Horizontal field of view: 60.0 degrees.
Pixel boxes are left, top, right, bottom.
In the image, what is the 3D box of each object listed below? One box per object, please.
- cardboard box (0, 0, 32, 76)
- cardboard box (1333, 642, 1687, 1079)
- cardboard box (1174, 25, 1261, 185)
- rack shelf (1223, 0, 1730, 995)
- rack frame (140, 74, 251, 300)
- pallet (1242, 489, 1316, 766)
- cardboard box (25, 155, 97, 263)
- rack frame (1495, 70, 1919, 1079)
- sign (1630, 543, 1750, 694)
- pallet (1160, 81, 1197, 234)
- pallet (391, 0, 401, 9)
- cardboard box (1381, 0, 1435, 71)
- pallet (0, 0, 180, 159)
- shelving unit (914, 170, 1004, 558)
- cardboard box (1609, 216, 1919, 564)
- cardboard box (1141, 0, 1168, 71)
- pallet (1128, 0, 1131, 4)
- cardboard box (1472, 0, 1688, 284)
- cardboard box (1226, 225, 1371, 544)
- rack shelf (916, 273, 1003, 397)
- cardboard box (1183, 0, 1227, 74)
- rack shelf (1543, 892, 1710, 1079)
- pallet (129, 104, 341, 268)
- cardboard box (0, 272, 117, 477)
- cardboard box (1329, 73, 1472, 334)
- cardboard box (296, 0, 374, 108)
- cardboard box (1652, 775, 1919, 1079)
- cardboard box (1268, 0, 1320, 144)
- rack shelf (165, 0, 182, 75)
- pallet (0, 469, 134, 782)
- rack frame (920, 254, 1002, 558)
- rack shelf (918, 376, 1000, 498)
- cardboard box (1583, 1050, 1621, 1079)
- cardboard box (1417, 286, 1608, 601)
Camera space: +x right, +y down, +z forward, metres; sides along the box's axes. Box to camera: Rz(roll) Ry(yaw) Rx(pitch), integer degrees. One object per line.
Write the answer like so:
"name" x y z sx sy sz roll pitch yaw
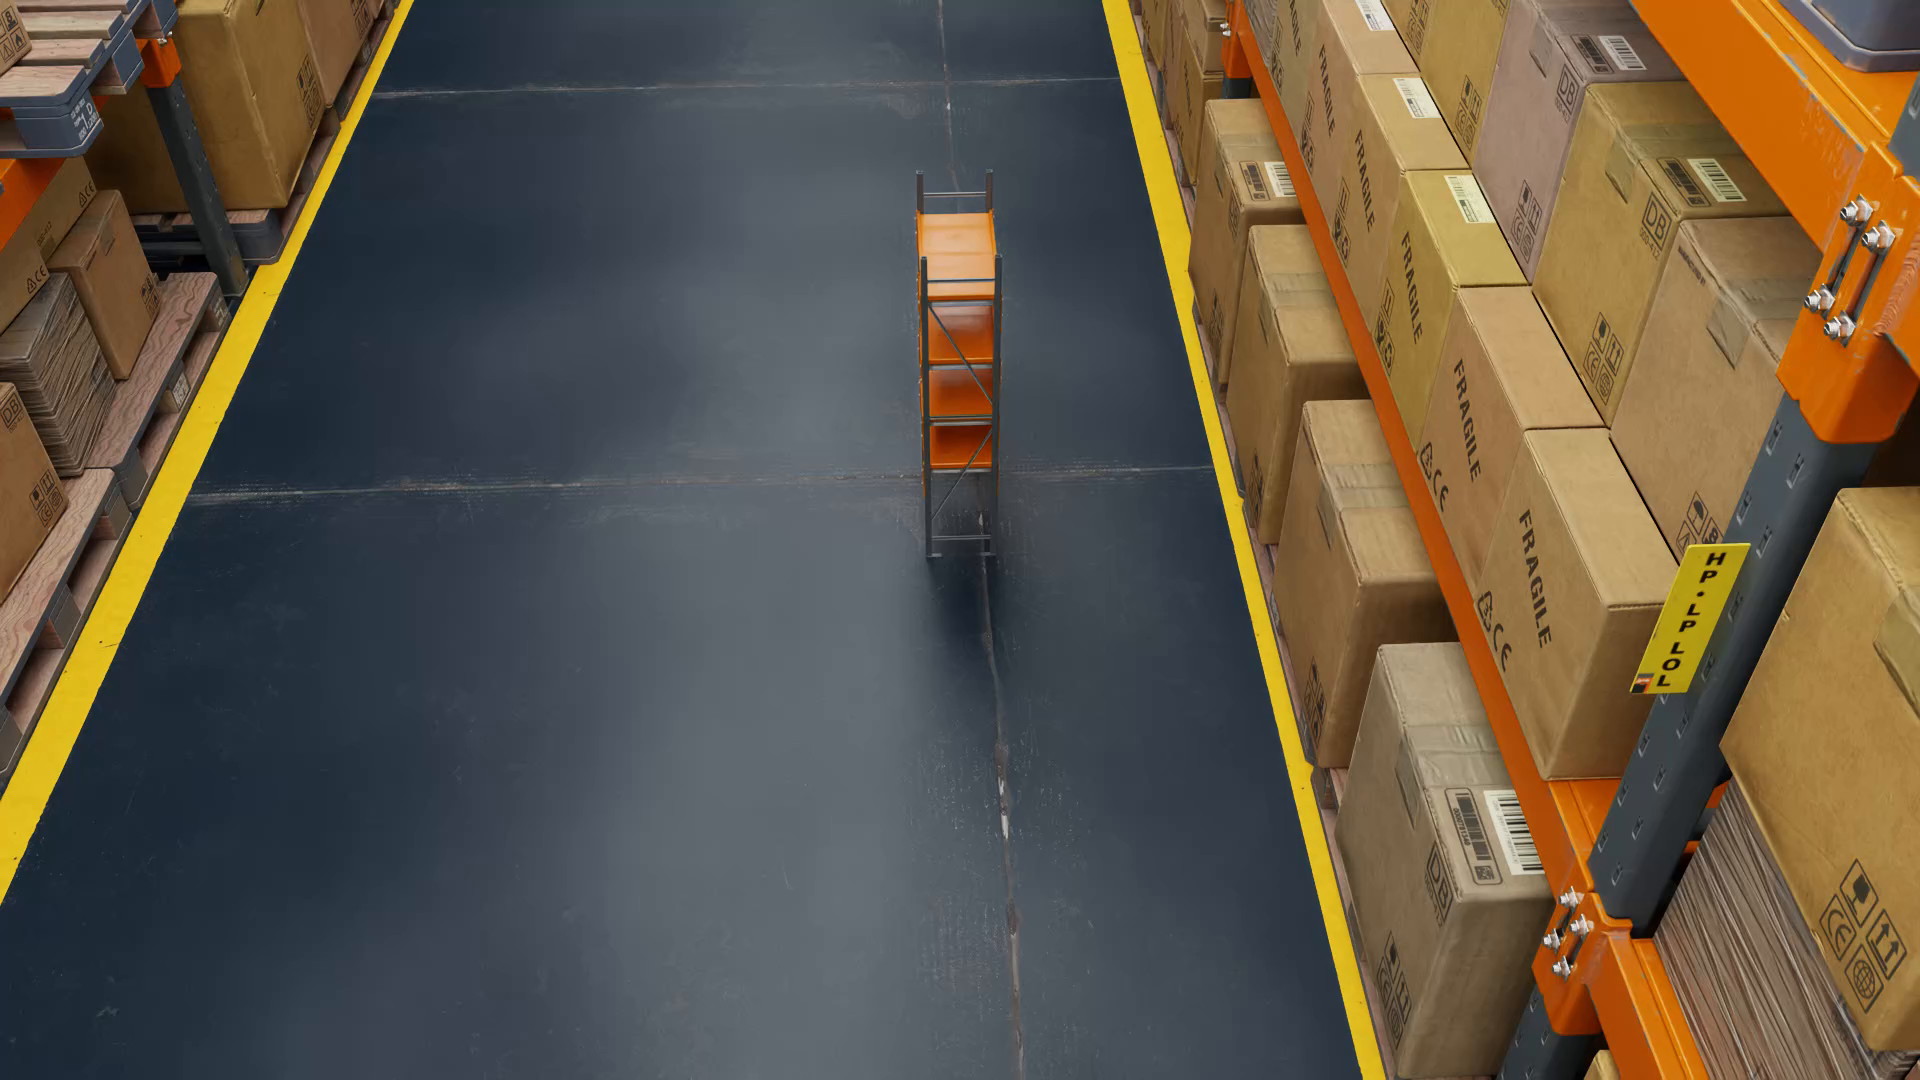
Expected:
"cardboard box" -3.264 -1.578 4.867 0.700 0.500 0.500 4 43 5
"cardboard box" 1.563 0.761 4.054 1.050 0.750 0.750 -2 43 -2
"cardboard box" 1.220 -1.868 7.107 0.500 0.500 0.500 -2 43 -2
"rack shelf" 1.594 -0.582 4.698 1.077 0.370 4.000 -2 43 -2
"rack frame" -3.450 -2.123 5.847 1.000 3.000 0.127 -2 43 -2
"pallet" 1.517 0.186 5.390 1.003 0.211 1.213 -2 43 -2
"cardboard box" -3.392 -1.189 5.797 0.500 0.250 0.500 0 43 0
"rack frame" 1.676 0.503 2.981 0.949 2.616 0.053 -2 43 -2
"sign" 1.138 0.127 2.593 0.100 0.325 0.005 -2 43 -2
"pallet" 1.478 -1.697 7.445 1.003 0.211 1.213 -2 43 -2
"pallet" -3.512 -3.277 9.169 1.003 0.211 1.213 -2 43 -2
"cardboard box" 1.565 -1.612 4.475 0.700 0.500 0.500 -2 43 -2
"pallet" -3.314 -1.575 5.390 1.213 0.211 1.003 -2 43 -2
"shelving unit" -0.007 -0.554 5.466 0.258 1.200 0.503 -2 43 -2
"cardboard box" 1.652 -0.238 2.975 0.700 0.500 0.500 -2 43 -3
"cardboard box" 1.163 -2.575 7.878 0.500 0.500 0.500 -3 43 -4
"pallet" 1.374 -3.344 9.242 1.003 0.211 1.213 -2 43 -2
"cardboard box" 1.608 -0.926 3.726 0.700 0.500 0.500 -1 43 -1
"cardboard box" 1.486 -0.519 5.451 1.050 0.750 0.750 -1 43 -1
"rack shelf" -0.007 -0.669 5.361 0.258 0.148 0.480 -2 43 -2
"cardboard box" 1.219 -2.162 6.872 0.500 0.250 0.500 -3 43 -3
"rack shelf" 1.764 2.118 1.752 1.077 0.370 4.000 -2 43 -2
"pallet" -3.408 -1.630 7.372 1.003 0.211 1.213 -2 43 -2
"cardboard box" -3.365 -0.538 5.642 0.700 0.500 0.500 -5 43 -5
"cardboard box" 1.323 -0.904 4.442 0.500 0.500 0.500 -2 43 -2
"cardboard box" -3.489 -2.564 7.588 1.225 0.875 0.875 -2 43 -2
"cardboard box" 1.707 0.696 2.660 0.875 0.550 0.550 -2 43 -2
"cardboard box" 1.283 -1.580 5.180 0.500 0.500 0.500 -2 43 -2
"rack shelf" -3.535 -3.208 7.563 1.077 0.370 4.000 -2 43 -2
"pallet" -3.370 0.254 5.317 1.003 0.211 1.213 -2 43 -2
"rack frame" 0.003 -0.389 5.287 0.240 1.200 0.015 -2 43 -2
"rack shelf" -0.007 -0.358 5.646 0.258 0.148 0.480 -2 43 -2
"cardboard box" 1.636 1.558 3.092 0.875 0.875 0.875 -1 43 -1
"cardboard box" 1.369 -0.220 3.696 0.500 0.500 0.500 -2 43 -2
